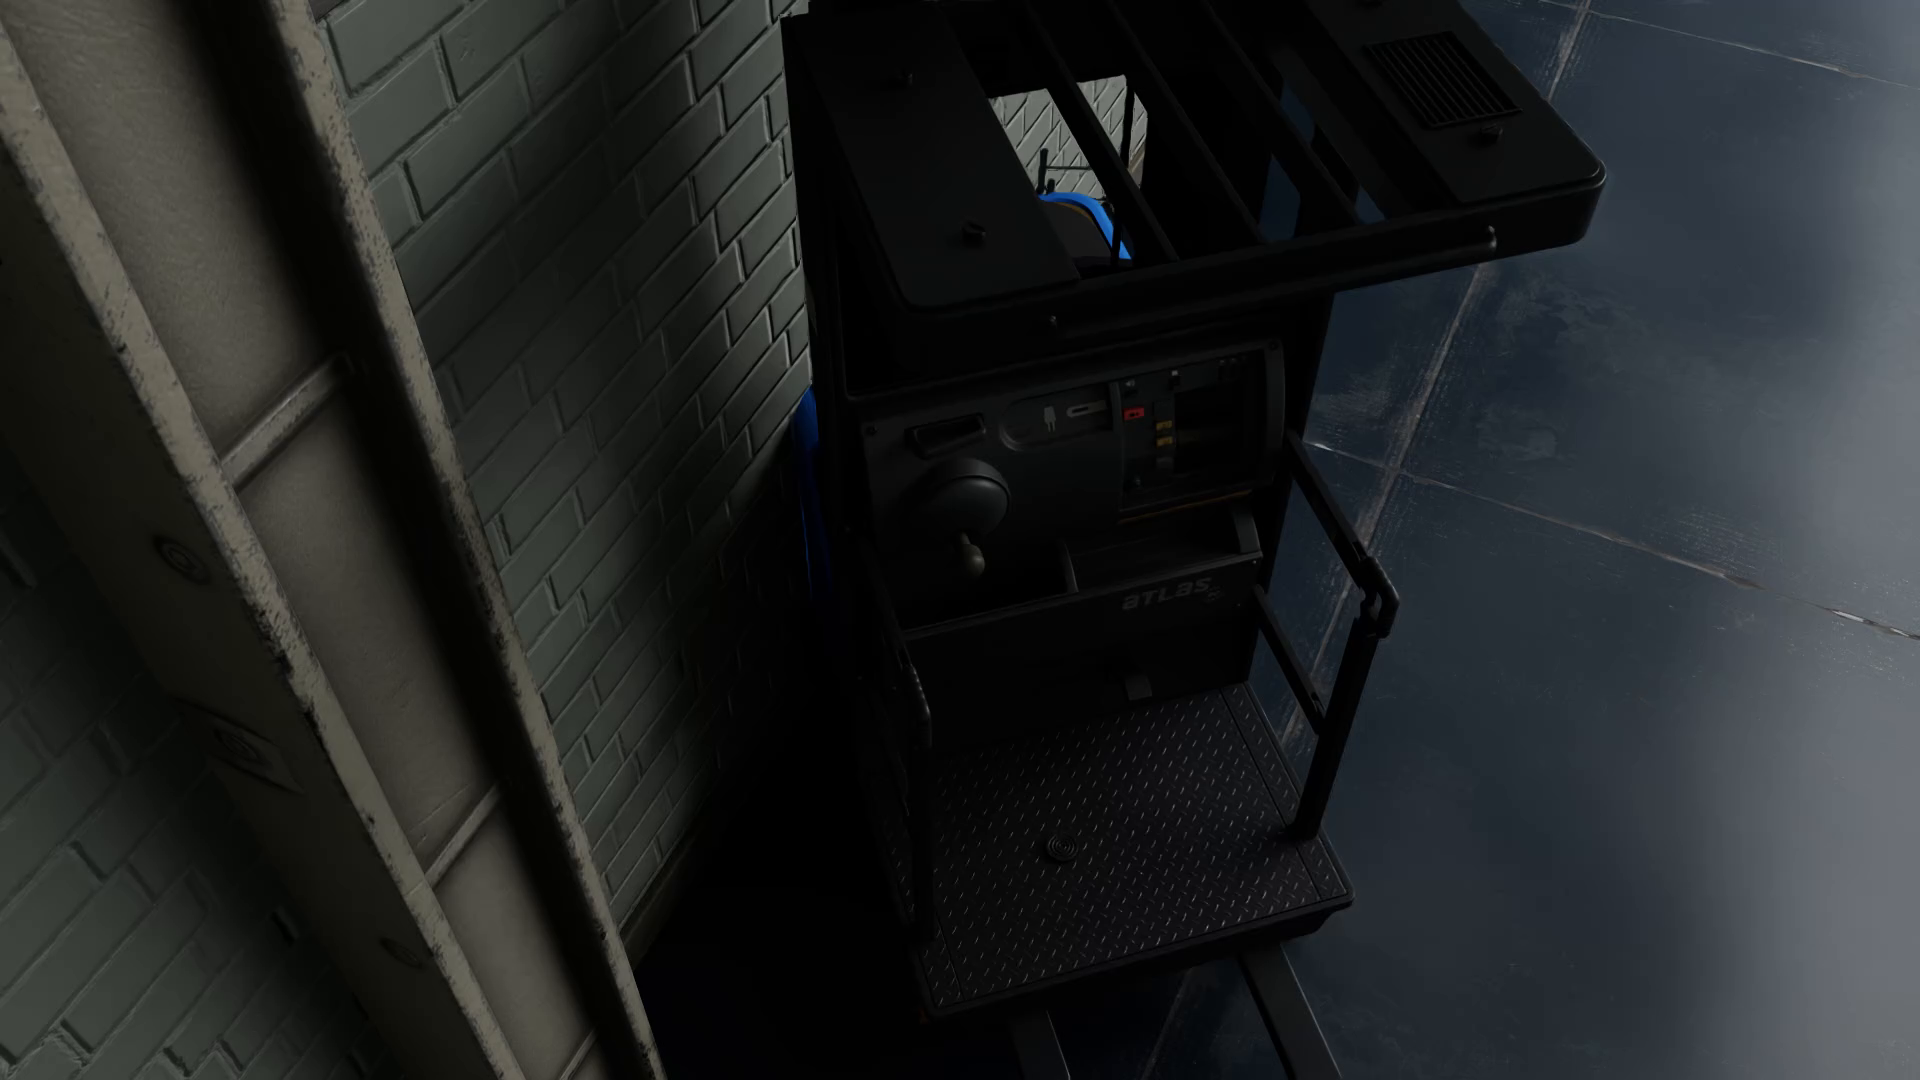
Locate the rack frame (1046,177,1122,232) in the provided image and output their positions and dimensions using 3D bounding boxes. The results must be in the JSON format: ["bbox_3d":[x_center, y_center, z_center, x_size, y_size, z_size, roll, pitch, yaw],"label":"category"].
[{"bbox_3d":[0.349,-0.721,5.217,0.240,0.900,0.006,1,38,-5],"label":"rack frame"}]

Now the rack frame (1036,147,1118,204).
[{"bbox_3d":[0.337,-0.847,5.376,0.240,0.900,0.006,1,38,-5],"label":"rack frame"}]

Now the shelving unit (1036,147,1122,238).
[{"bbox_3d":[0.343,-0.784,5.297,0.258,0.900,0.210,1,38,-5],"label":"shelving unit"}]

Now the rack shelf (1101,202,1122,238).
[{"bbox_3d":[0.359,-0.970,5.151,0.258,0.077,0.200,1,38,-5],"label":"rack shelf"}]

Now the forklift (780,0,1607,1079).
[{"bbox_3d":[0.313,-0.077,3.391,1.130,2.935,3.031,-13,51,-11],"label":"forklift"}]
